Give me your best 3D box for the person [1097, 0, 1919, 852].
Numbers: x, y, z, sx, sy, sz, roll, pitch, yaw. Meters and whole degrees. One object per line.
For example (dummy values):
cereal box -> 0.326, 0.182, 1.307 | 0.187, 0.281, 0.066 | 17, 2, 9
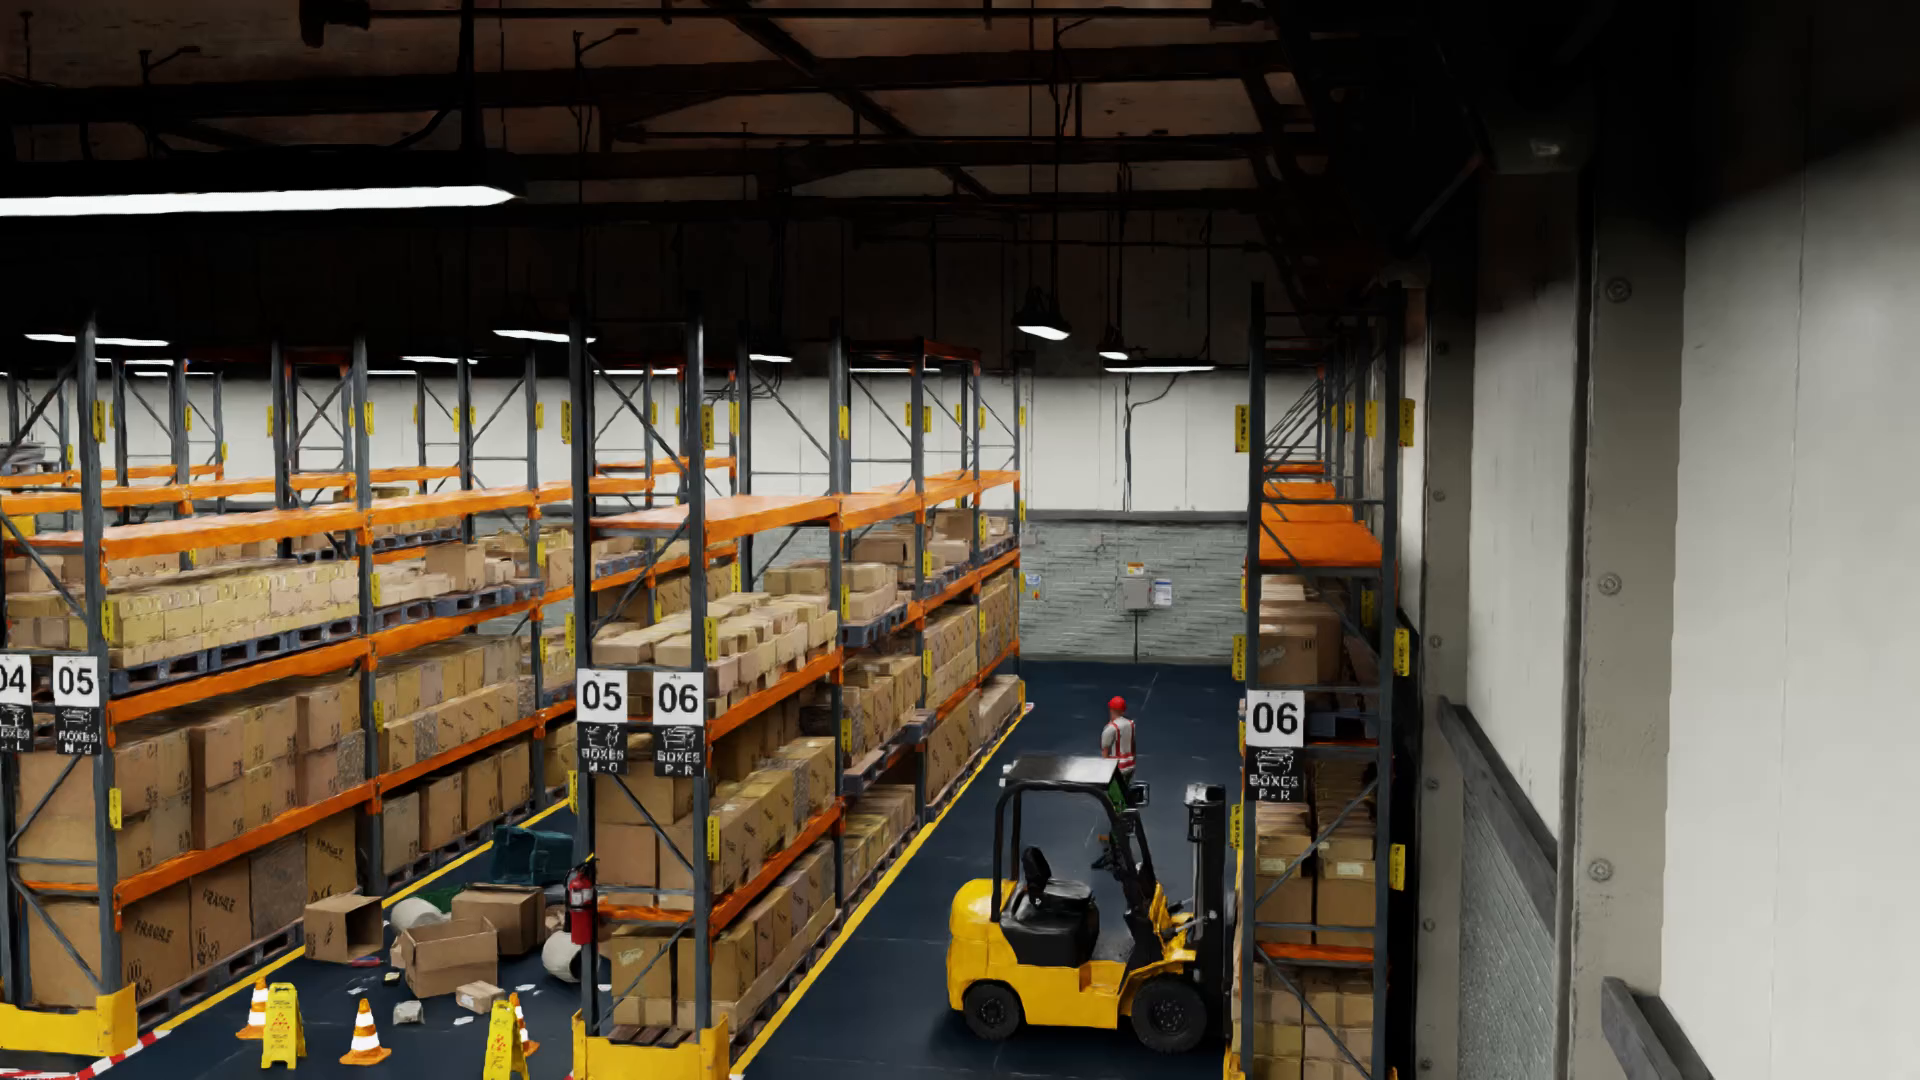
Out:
person -> 1.611, -0.142, 9.869 | 11.202, 8.978, 15.857 | 3, 6, 36
